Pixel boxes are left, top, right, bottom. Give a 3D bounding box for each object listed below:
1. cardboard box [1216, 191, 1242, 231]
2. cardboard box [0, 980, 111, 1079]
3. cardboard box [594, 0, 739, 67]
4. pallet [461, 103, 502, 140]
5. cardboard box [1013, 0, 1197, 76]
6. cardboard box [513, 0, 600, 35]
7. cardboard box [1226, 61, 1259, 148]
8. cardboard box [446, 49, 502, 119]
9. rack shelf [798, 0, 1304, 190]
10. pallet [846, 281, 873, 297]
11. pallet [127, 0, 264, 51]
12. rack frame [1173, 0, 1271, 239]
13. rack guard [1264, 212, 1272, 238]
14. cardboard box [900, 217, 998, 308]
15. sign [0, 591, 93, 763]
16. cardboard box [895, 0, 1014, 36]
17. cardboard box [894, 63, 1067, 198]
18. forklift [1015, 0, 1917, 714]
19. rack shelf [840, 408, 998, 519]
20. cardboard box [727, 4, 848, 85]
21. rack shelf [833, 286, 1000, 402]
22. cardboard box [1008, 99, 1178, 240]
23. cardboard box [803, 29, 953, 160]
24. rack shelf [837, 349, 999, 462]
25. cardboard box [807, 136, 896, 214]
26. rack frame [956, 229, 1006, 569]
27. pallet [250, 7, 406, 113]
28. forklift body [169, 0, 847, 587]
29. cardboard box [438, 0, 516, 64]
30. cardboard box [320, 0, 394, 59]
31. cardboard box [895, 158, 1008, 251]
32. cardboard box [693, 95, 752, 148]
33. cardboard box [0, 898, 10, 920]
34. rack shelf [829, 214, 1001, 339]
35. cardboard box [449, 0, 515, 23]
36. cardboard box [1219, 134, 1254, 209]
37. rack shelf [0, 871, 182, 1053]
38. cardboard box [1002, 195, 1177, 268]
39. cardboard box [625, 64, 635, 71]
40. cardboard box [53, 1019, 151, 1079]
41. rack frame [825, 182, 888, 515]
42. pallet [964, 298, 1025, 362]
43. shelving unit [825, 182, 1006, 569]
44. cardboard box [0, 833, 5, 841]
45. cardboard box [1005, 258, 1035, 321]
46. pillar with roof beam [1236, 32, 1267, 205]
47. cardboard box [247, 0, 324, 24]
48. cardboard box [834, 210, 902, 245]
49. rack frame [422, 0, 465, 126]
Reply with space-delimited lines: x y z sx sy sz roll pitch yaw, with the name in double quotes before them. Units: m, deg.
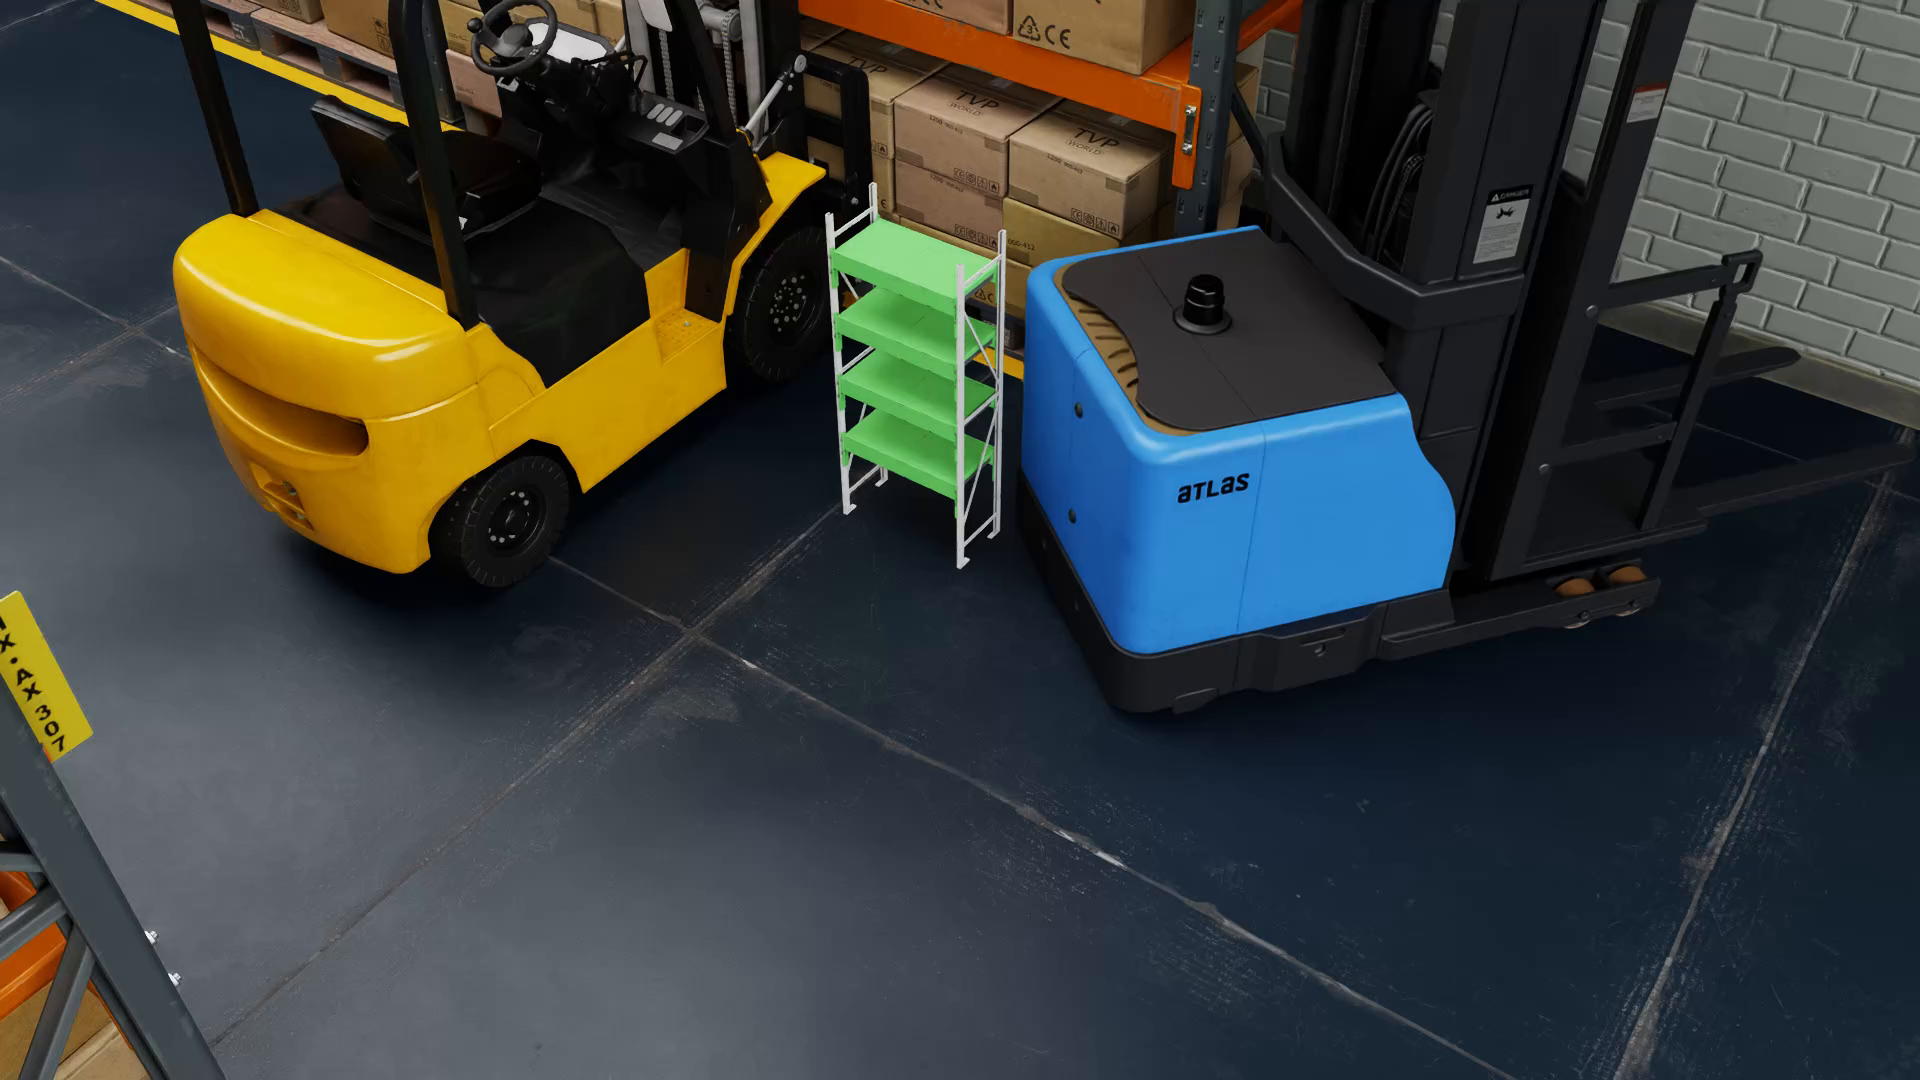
"cardboard box" 0.789 -1.295 6.695 0.500 0.250 0.500 25 48 25
"cardboard box" -2.290 0.963 3.609 0.500 0.500 0.500 24 47 24
"cardboard box" -1.154 -2.162 6.914 0.500 0.250 0.500 27 48 27
"pallet" -1.569 -2.033 7.864 1.213 0.211 1.003 25 48 25
"cardboard box" 0.525 -1.950 5.605 0.500 0.500 0.500 24 47 24
"cardboard box" -1.568 -2.346 7.120 0.500 0.250 0.500 25 48 25
"cardboard box" 0.794 -1.660 6.353 0.500 0.250 0.500 24 47 25
"cardboard box" -1.990 -2.165 7.668 0.500 0.250 0.500 26 48 26
"rack shelf" -0.559 -2.366 6.684 4.000 0.370 1.077 25 48 25
"pallet" -0.566 -1.566 7.342 1.213 0.211 1.003 25 48 25
"pallet" -3.825 -3.088 9.043 1.213 0.211 1.003 25 48 25
"rack frame" 1.079 -1.868 5.588 0.127 3.000 1.000 25 48 25
"rack guard" 1.098 -0.927 6.411 0.348 0.500 1.175 25 48 25
"cardboard box" 0.111 -1.203 6.592 0.500 0.250 0.500 25 48 25
"sign" -1.457 0.224 2.601 0.005 0.325 0.100 25 48 25
"cardboard box" 0.105 -2.154 5.833 0.500 0.500 0.500 27 48 27
"cardboard box" 0.101 -1.571 6.253 0.500 0.250 0.500 26 48 26
"forklift" 1.765 -1.129 4.814 3.031 2.935 1.130 -12 43 -13
"rack shelf" -0.136 -0.284 5.623 0.480 0.148 0.258 25 48 25
"cardboard box" -0.728 -1.957 6.685 0.500 0.250 0.500 24 47 25
"rack shelf" -0.136 -0.642 5.303 0.480 0.148 0.258 25 48 25
"cardboard box" 0.523 -1.379 6.038 0.500 0.250 0.500 27 48 27
"cardboard box" -0.318 -1.759 6.463 0.500 0.250 0.500 26 48 26
"rack shelf" -0.136 -0.463 5.463 0.480 0.148 0.258 25 48 25
"cardboard box" -0.339 -1.586 6.645 0.500 0.250 0.500 24 47 24
"rack frame" 0.064 -0.417 5.316 0.015 1.200 0.240 25 48 25
"pallet" -2.822 -2.621 8.521 1.213 0.211 1.003 25 48 25
"forklift body" -1.521 -1.282 5.570 1.214 2.155 2.313 25 48 25
"cardboard box" -1.978 -2.364 7.515 0.500 0.250 0.500 25 47 25
"cardboard box" -2.630 -2.865 8.168 0.625 0.625 0.875 27 48 27
"cardboard box" 0.096 -1.400 6.437 0.500 0.250 0.500 25 47 25
"cardboard box" -0.746 -1.780 6.861 0.500 0.250 0.500 25 47 25
"cardboard box" -1.928 0.694 2.914 0.250 0.149 0.380 25 48 25
"rack shelf" -0.136 -0.821 5.143 0.480 0.148 0.258 25 48 25
"cardboard box" -1.980 -2.547 7.345 0.500 0.250 0.500 24 47 25
"cardboard box" 0.813 -1.480 6.526 0.500 0.250 0.500 26 48 26
"rack shelf" -3.406 0.346 3.654 4.000 0.370 1.077 25 48 25
"cardboard box" 0.501 -1.202 6.216 0.500 0.250 0.500 24 47 25
"cardboard box" -1.159 -1.973 7.078 0.500 0.250 0.500 25 47 25
"cardboard box" -2.270 1.252 3.849 0.500 0.250 0.500 25 47 25
"rack frame" -0.335 -0.604 5.525 0.015 1.200 0.240 25 48 25
"pallet" 0.428 -1.099 6.820 1.213 0.211 1.003 25 48 25
"shelving unit" -0.136 -0.511 5.421 0.503 1.200 0.258 25 48 25
"cardboard box" -1.997 0.362 2.797 0.500 0.500 0.500 24 47 25
"cardboard box" 0.512 -1.007 6.373 0.500 0.250 0.500 25 48 26
"pillar with roof beam" -1.446 -2.512 1.809 0.400 9.000 9.100 25 48 25
"cardboard box" -3.261 -3.166 8.505 0.625 0.625 0.875 25 47 25
"cardboard box" -0.294 -1.399 6.811 0.500 0.250 0.500 26 48 26
"rack frame" -2.196 -3.400 7.300 0.127 3.000 1.000 25 48 25
